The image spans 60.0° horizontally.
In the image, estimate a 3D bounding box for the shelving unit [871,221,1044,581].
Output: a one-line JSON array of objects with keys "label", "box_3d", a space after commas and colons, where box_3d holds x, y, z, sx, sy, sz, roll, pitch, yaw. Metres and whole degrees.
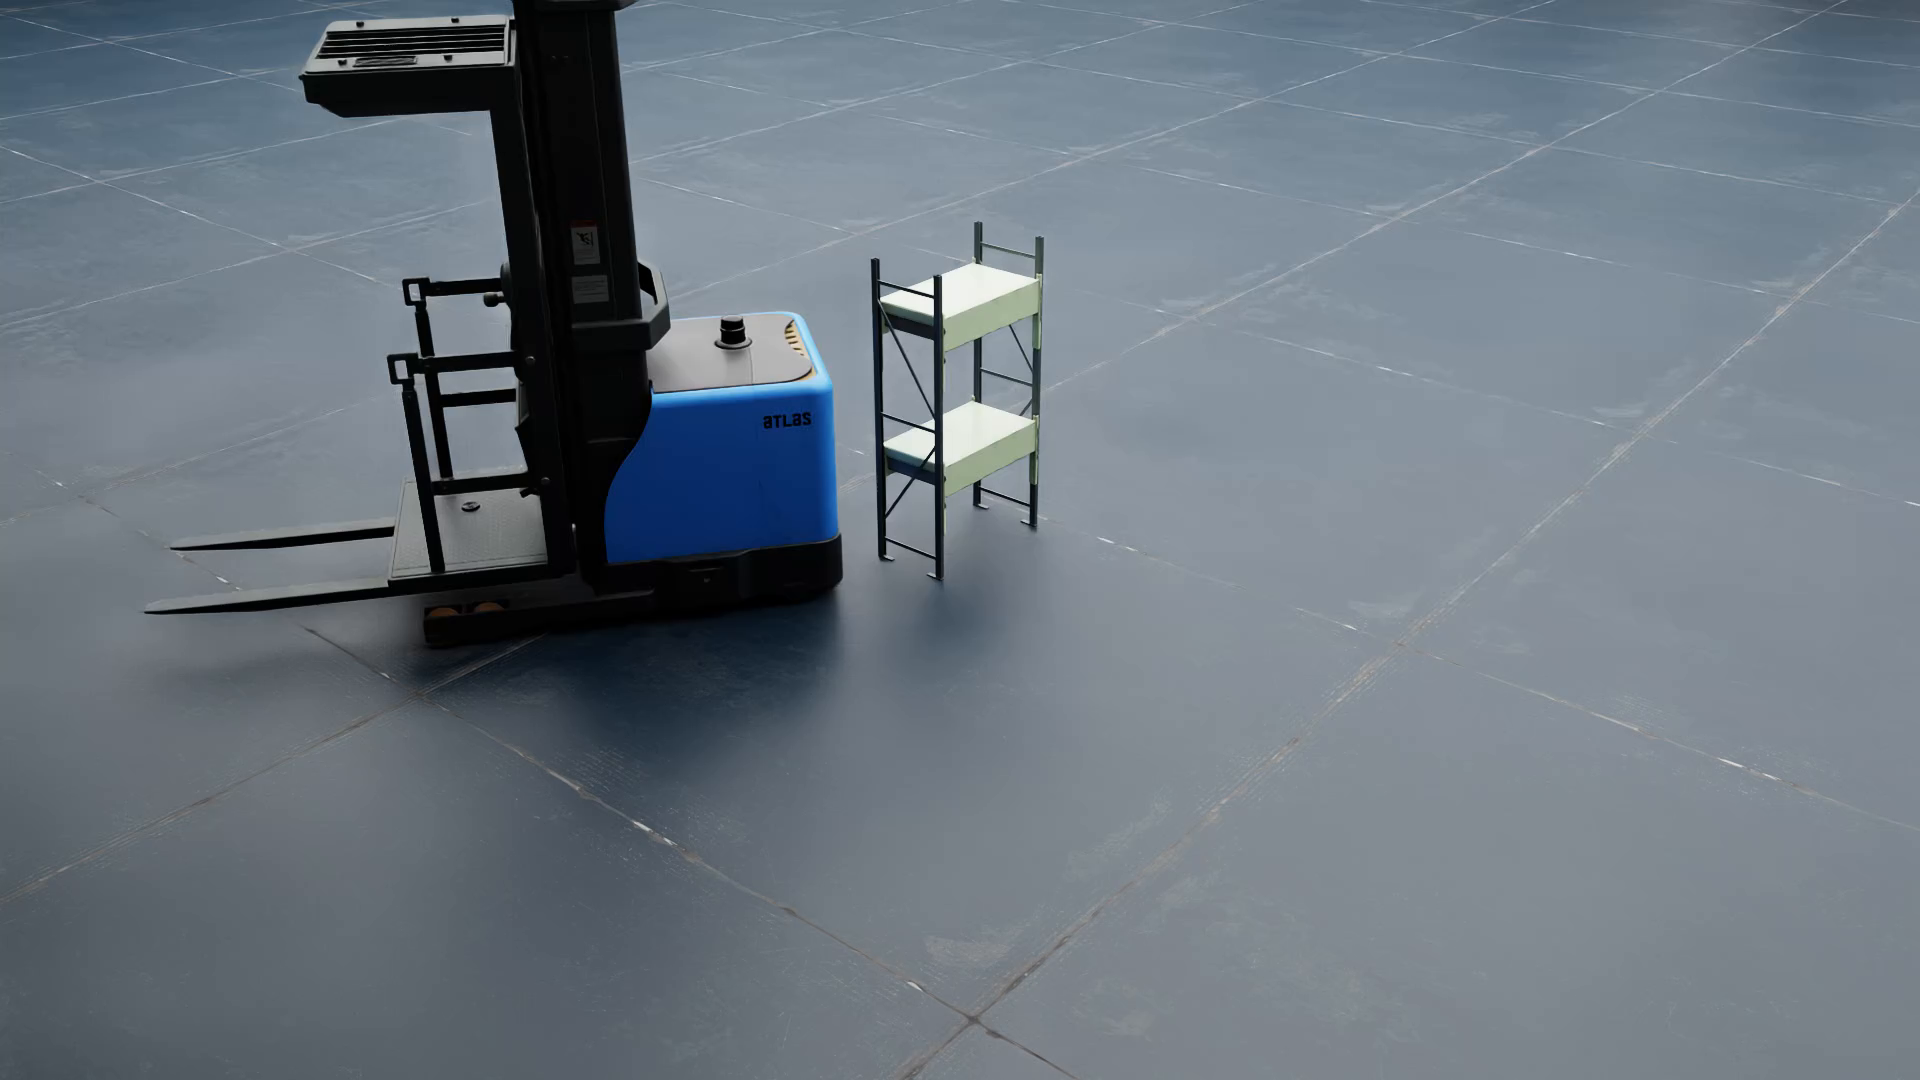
[{"label": "shelving unit", "box_3d": [-0.004, -0.664, 7.901, 0.431, 1.500, 0.755, 21, 34, 34]}]

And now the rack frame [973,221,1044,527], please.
[{"label": "rack frame", "box_3d": [0.229, -0.794, 8.152, 0.400, 1.500, 0.023, 21, 34, 34]}]

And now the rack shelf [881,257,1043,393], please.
[{"label": "rack shelf", "box_3d": [-0.004, -1.010, 7.721, 0.431, 0.370, 0.720, 21, 34, 34]}]

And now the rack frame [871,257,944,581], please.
[{"label": "rack frame", "box_3d": [-0.237, -0.534, 7.650, 0.400, 1.500, 0.023, 21, 34, 34]}]

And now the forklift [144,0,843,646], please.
[{"label": "forklift", "box_3d": [-2.120, -1.101, 7.189, 3.031, 2.935, 1.130, -6, 28, -12]}]

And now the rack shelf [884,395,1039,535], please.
[{"label": "rack shelf", "box_3d": [-0.004, -0.374, 8.051, 0.431, 0.370, 0.720, 21, 34, 34]}]
